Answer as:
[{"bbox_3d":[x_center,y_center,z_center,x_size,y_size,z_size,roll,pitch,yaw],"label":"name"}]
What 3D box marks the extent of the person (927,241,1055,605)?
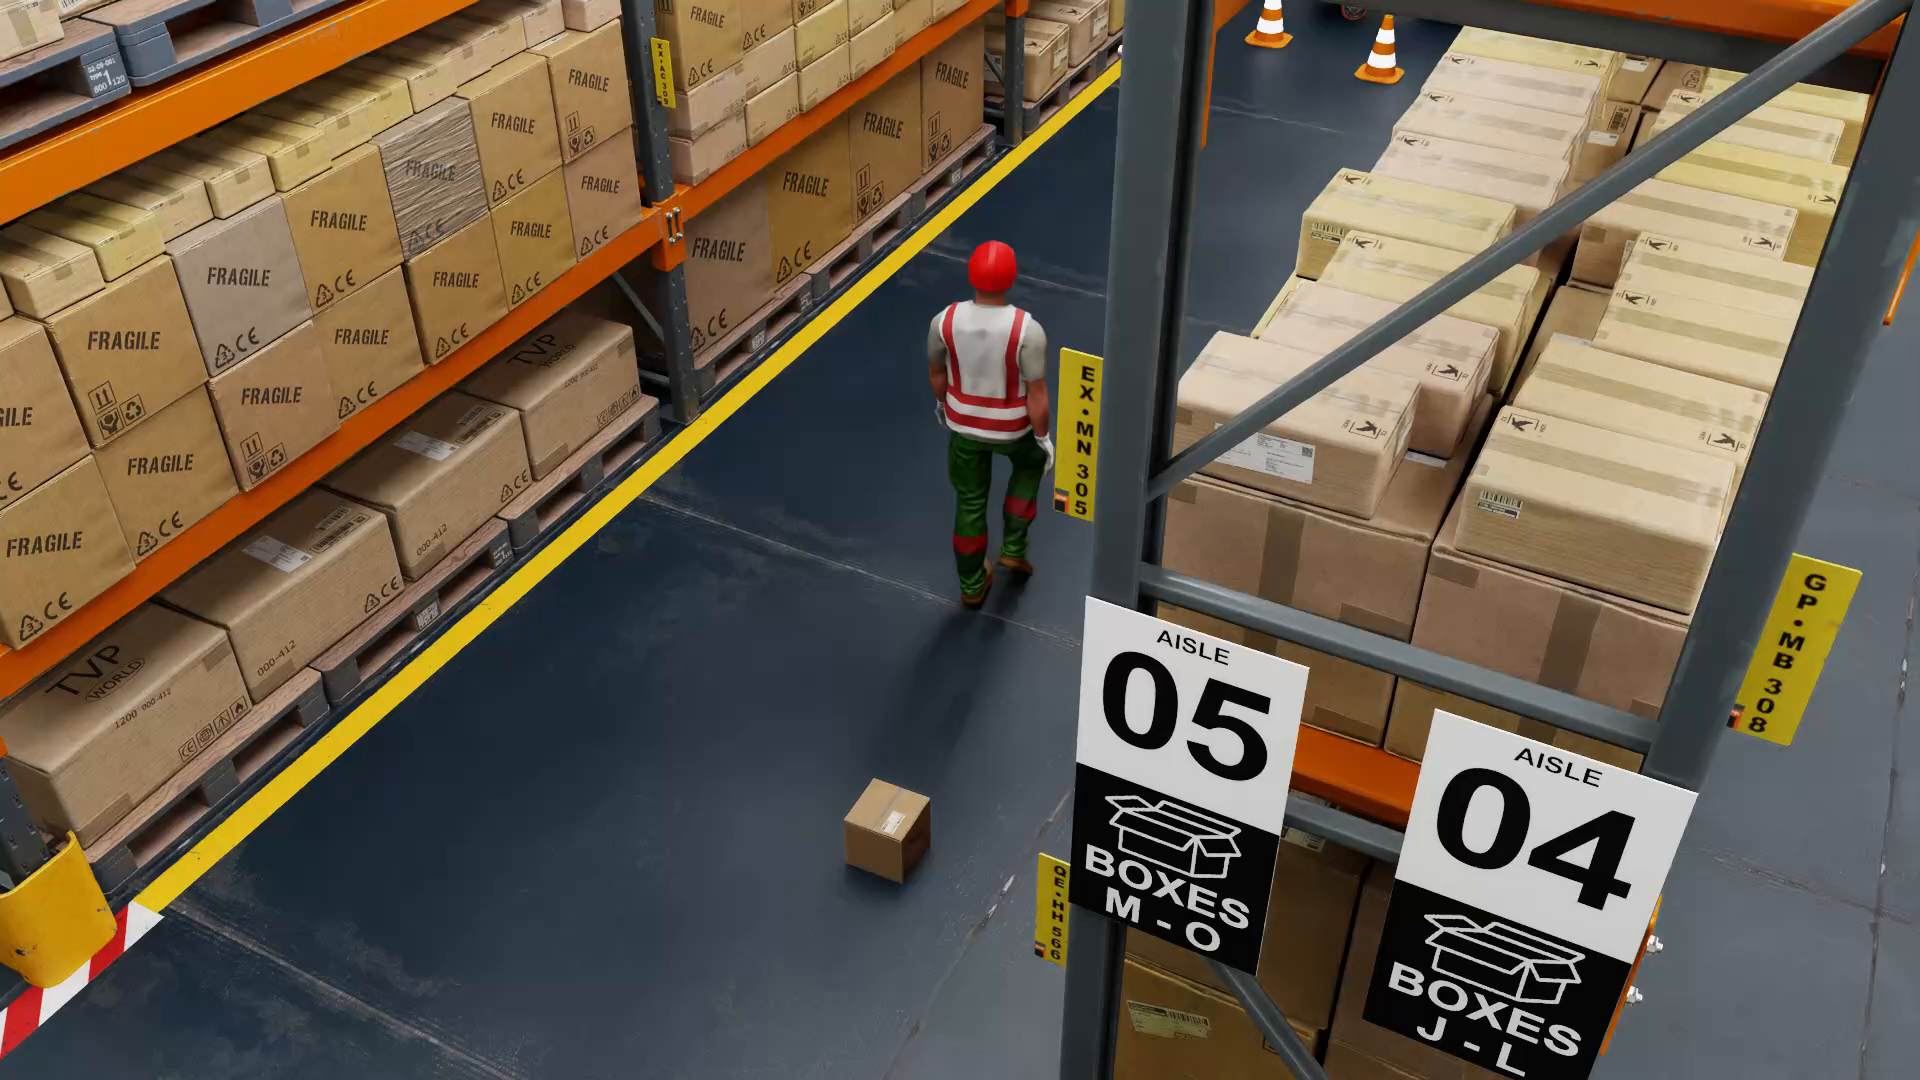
[{"bbox_3d":[0.156,-0.514,7.390,0.592,1.834,0.511,8,38,10],"label":"person"}]
